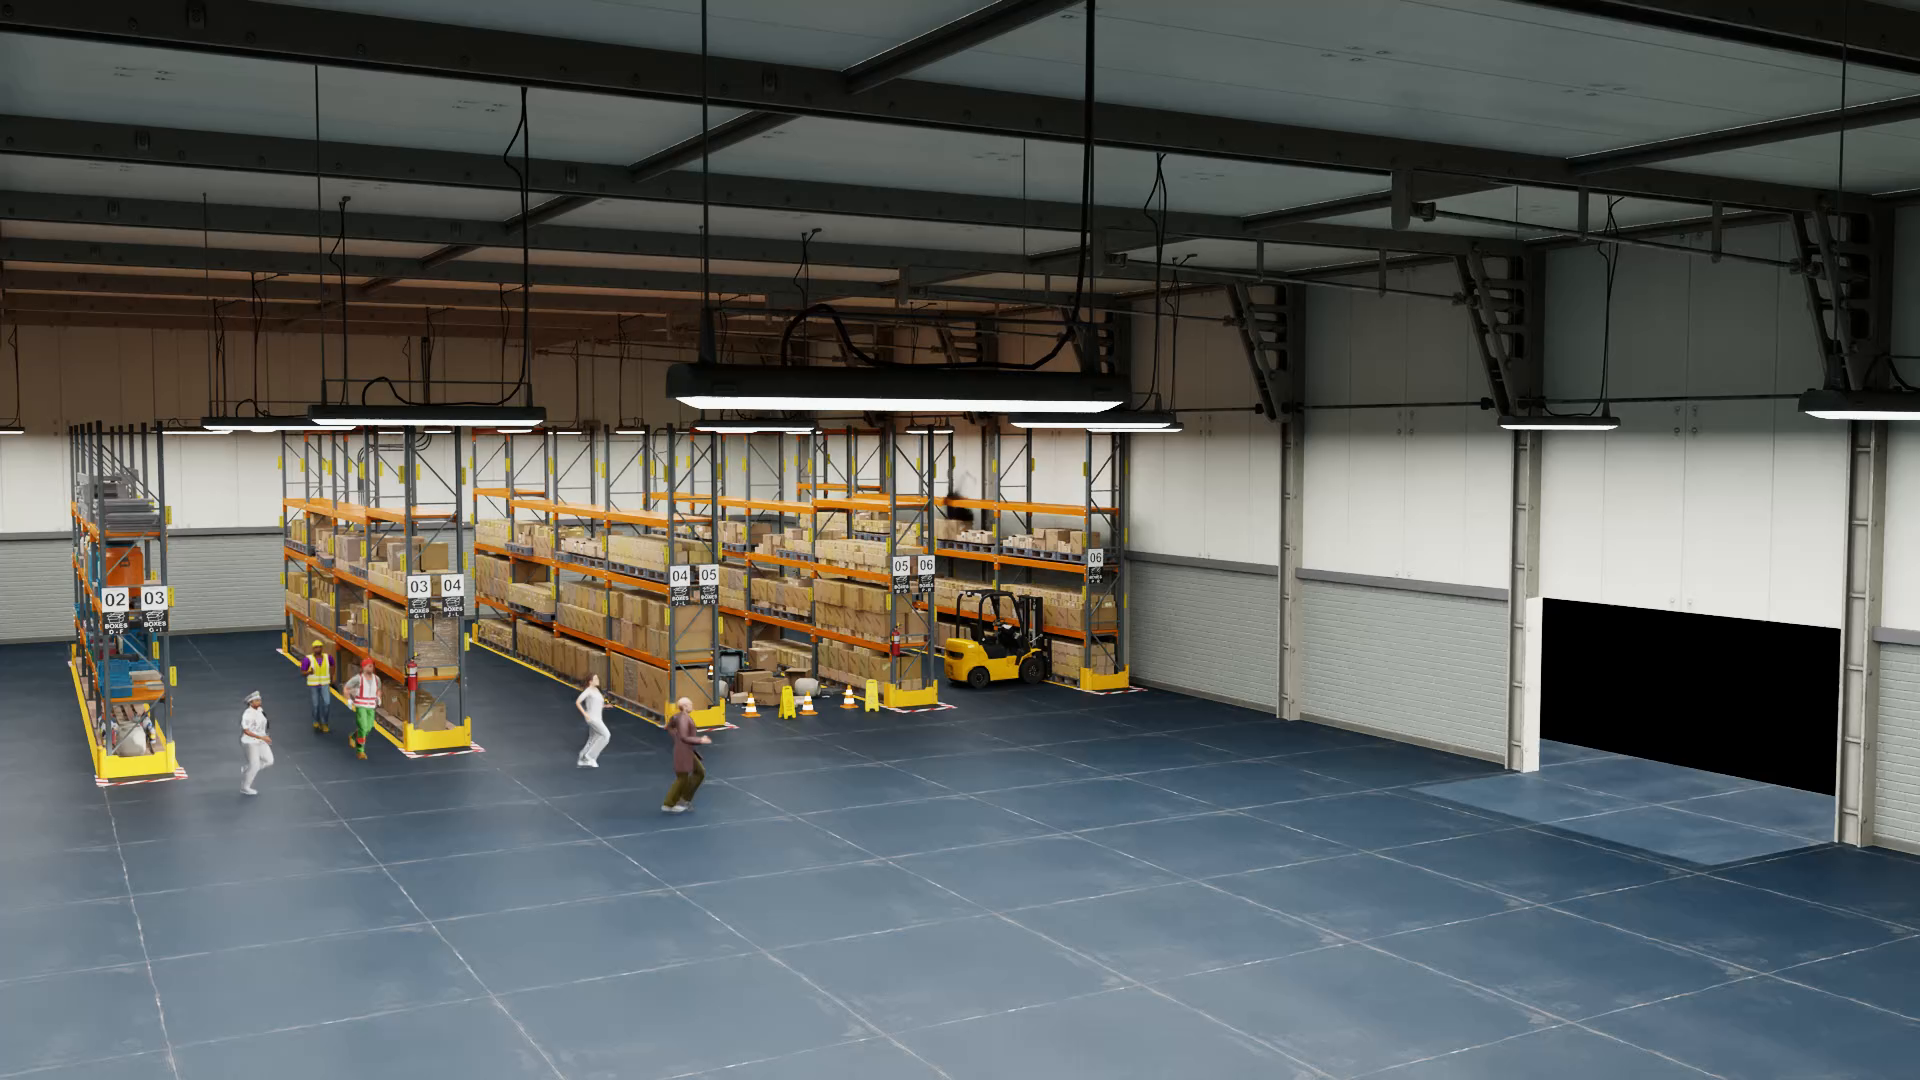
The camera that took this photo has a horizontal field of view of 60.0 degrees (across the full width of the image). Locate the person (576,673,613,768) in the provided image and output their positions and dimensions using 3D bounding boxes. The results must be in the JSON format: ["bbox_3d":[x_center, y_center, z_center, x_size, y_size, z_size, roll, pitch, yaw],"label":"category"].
[{"bbox_3d":[-6.301,3.107,28.710,0.653,1.641,0.538,0,4,4],"label":"person"}]

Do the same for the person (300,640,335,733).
[{"bbox_3d":[-12.443,2.849,32.301,0.673,1.812,0.706,-2,4,-28],"label":"person"}]

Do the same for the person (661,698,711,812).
[{"bbox_3d":[-4.159,3.286,25.269,0.766,1.797,0.705,0,4,-6],"label":"person"}]

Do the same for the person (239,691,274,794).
[{"bbox_3d":[-11.297,3.248,26.750,0.600,1.662,0.605,1,4,10],"label":"person"}]

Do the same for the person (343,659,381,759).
[{"bbox_3d":[-10.745,3.017,29.966,0.788,1.758,0.706,3,5,43],"label":"person"}]
